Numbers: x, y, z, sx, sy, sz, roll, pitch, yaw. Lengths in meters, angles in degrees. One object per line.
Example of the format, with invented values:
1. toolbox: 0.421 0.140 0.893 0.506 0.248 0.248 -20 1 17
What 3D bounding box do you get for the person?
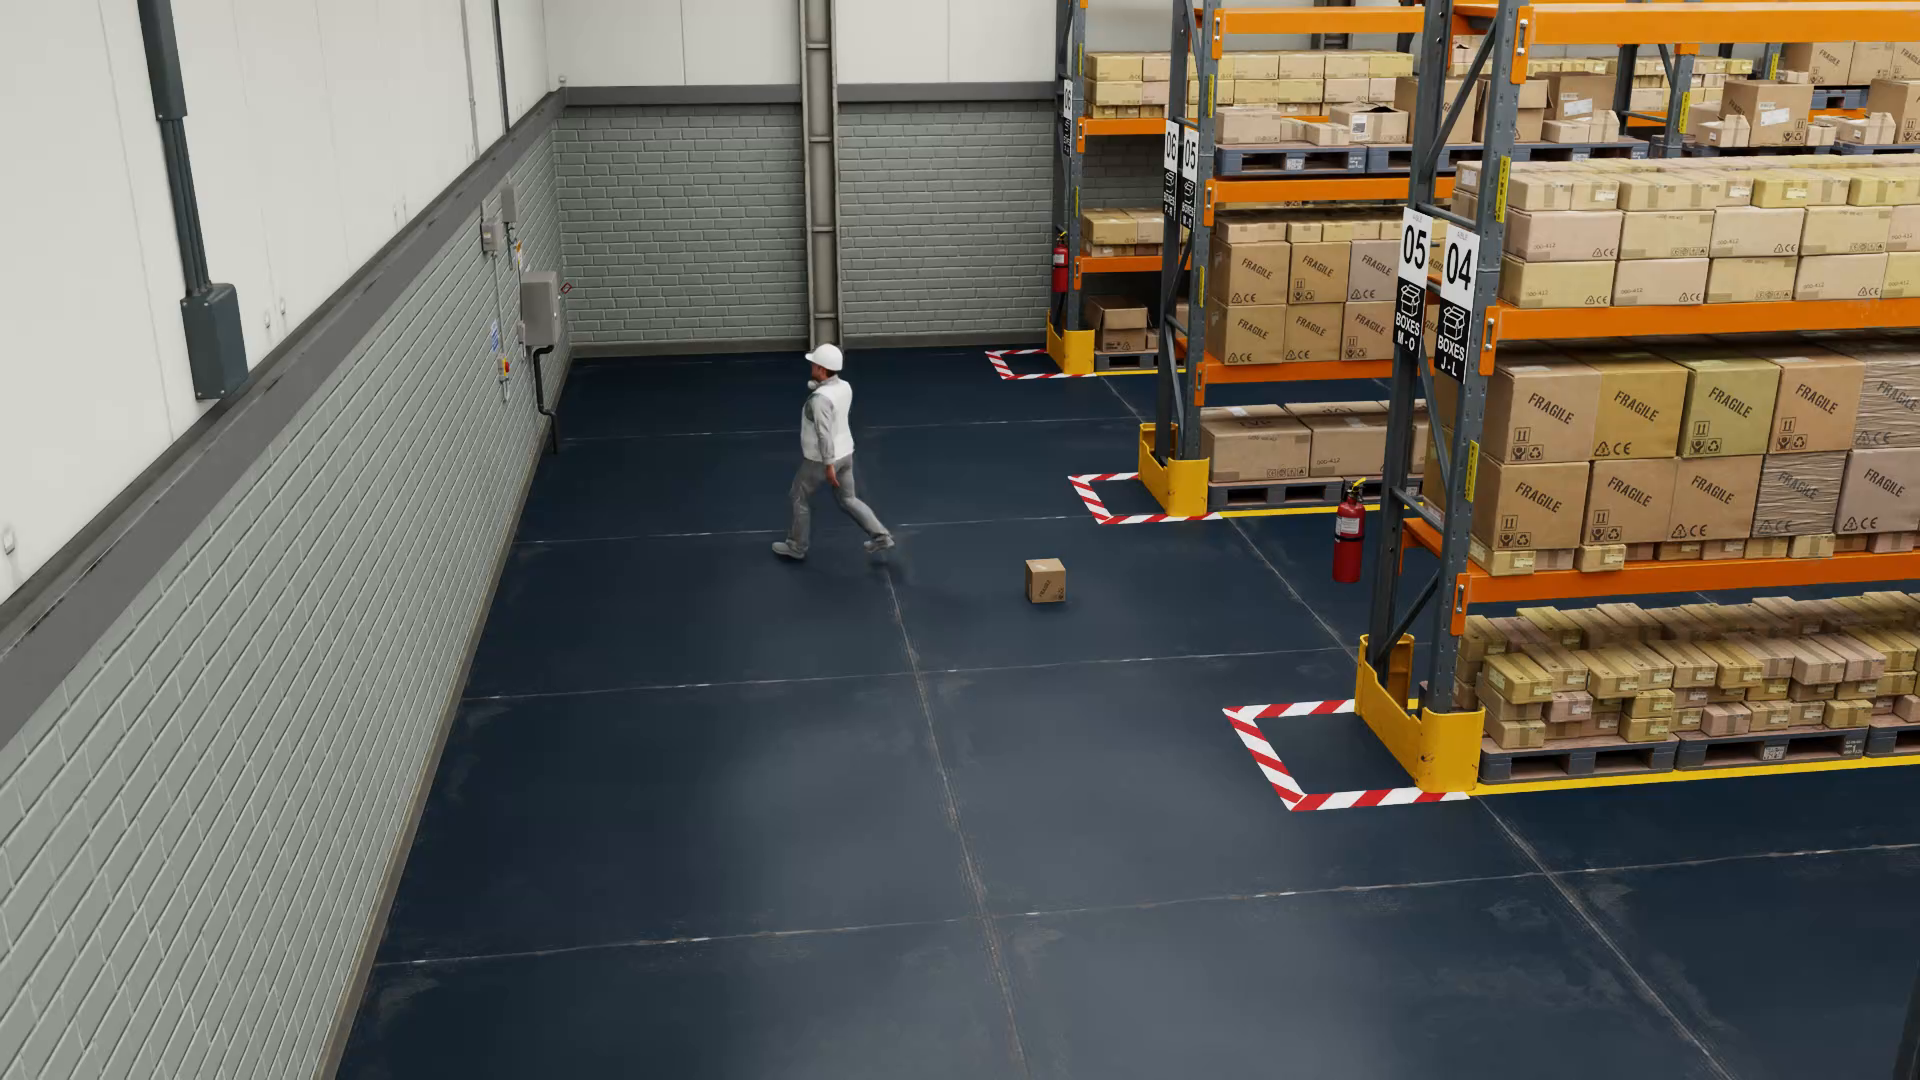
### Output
1. person: -1.013 -0.671 12.892 1.001 1.730 0.554 10 22 25
